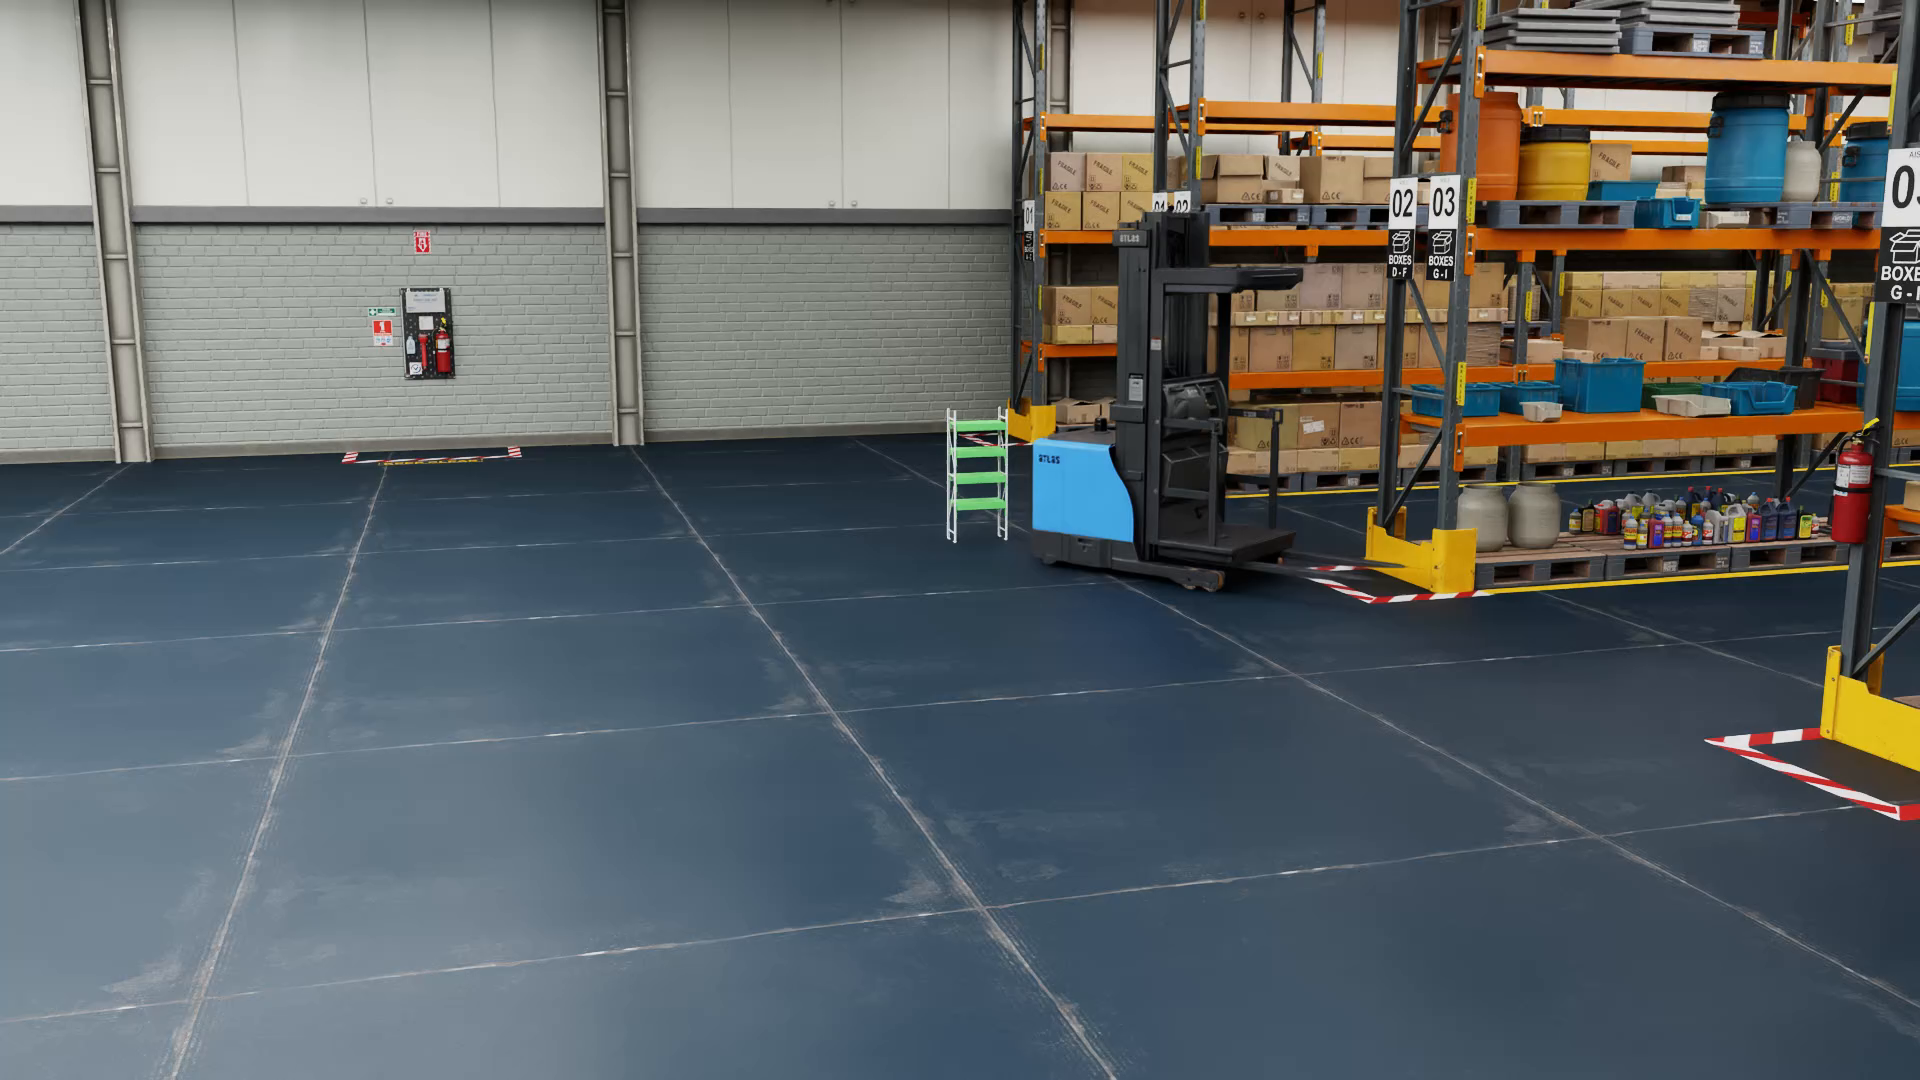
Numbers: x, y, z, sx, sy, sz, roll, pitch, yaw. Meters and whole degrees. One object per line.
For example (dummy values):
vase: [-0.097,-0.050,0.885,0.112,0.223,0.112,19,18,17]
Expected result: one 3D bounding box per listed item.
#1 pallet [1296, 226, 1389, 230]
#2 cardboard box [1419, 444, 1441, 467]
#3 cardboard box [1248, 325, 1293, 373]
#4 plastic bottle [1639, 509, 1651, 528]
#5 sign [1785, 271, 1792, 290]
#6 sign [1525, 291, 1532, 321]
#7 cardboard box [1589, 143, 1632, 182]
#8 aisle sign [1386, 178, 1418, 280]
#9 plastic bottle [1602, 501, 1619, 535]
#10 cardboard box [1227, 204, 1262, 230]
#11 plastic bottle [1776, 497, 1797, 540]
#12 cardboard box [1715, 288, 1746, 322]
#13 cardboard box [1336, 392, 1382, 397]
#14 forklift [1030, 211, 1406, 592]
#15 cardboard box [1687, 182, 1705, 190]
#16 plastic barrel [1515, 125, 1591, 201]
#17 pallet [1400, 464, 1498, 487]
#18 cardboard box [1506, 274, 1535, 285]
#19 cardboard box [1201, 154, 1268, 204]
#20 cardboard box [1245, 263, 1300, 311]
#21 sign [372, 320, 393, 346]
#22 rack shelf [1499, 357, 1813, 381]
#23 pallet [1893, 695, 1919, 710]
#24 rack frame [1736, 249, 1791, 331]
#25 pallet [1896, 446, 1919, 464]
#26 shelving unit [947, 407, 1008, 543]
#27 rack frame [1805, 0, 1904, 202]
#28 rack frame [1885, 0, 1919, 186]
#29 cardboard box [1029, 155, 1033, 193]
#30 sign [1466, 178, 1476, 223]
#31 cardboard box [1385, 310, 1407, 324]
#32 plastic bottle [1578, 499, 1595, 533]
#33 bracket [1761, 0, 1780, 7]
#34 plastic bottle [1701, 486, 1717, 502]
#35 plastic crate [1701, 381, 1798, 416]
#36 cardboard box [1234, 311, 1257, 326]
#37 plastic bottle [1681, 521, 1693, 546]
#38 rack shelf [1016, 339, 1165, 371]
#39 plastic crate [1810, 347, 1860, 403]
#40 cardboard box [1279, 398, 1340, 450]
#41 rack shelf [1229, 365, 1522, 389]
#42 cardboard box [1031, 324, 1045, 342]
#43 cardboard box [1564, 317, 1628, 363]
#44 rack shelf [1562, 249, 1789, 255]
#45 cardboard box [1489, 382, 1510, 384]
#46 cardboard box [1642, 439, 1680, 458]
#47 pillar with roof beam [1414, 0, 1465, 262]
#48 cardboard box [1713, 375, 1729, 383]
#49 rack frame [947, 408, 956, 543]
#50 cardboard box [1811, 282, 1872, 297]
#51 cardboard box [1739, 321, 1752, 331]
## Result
pallet: [5.366,-4.472,23.491,1.003,0.211,1.213,-3,11,-16]
cardboard box: [5.264,-0.985,18.749,0.500,0.250,0.500,-3,11,-16]
cardboard box: [3.245,-2.111,18.156,0.500,0.500,0.700,-3,11,-14]
plastic bottle: [5.929,-0.166,14.383,0.097,0.201,0.097,0,10,0]
sign: [12.585,-3.918,25.268,0.005,0.325,0.100,-3,11,-16]
sign: [6.288,-2.584,18.391,0.005,0.325,0.100,-3,11,-16]
cardboard box: [7.275,-4.250,18.947,0.500,0.500,0.500,-2,11,-10]
aisle sign: [3.519,-2.478,13.247,0.004,0.787,0.394,-3,11,-16]
plastic bottle: [5.592,-0.191,14.290,0.133,0.283,0.061,-3,11,-16]
cardboard box: [3.838,-4.519,22.895,0.500,0.500,0.500,-4,11,-21]
plastic bottle: [6.974,-0.185,14.072,0.185,0.351,0.144,-3,11,-17]
cardboard box: [11.564,-3.592,25.323,0.500,0.500,0.500,-3,11,-15]
cardboard box: [4.638,-1.419,19.036,0.500,0.500,0.500,-3,11,-16]
forklift: [2.070,-1.140,13.349,3.031,2.935,1.130,8,13,37]
cardboard box: [11.032,-5.157,25.203,0.500,0.500,0.700,-3,11,-17]
plastic barrel: [4.731,-3.006,13.329,0.600,0.588,0.600,0,10,0]
pallet: [5.356,-0.811,19.073,1.213,0.211,1.003,-3,11,-16]
cardboard box: [8.261,-3.841,24.545,0.250,0.149,0.380,-5,11,-23]
cardboard box: [2.844,-3.843,17.723,0.637,0.503,0.797,-2,11,-12]
cardboard box: [3.297,-2.752,18.054,0.500,0.500,0.700,-3,11,-17]
sign: [-7.371,-2.645,21.236,0.234,0.329,0.001,-3,11,-16]
rack shelf: [8.052,-1.963,19.615,4.000,0.370,1.077,-3,11,-16]
pallet: [5.919,1.042,9.008,1.213,0.211,1.003,-3,11,-16]
rack frame: [12.424,-3.481,25.876,0.127,3.000,1.000,-3,11,-16]
pallet: [11.868,-1.139,20.853,1.213,0.211,1.003,-3,11,-16]
shelving unit: [0.159,-0.598,15.187,0.503,1.200,0.258,-3,11,-16]
rack frame: [7.512,-4.305,13.778,0.127,3.000,1.000,-3,11,-16]
rack frame: [5.056,-3.241,8.002,0.127,3.000,1.000,-3,11,-16]
cardboard box: [1.243,-4.967,22.569,0.500,0.500,0.500,-3,11,-13]
sign: [3.821,-2.536,12.429,0.005,0.325,0.100,-3,11,-16]
cardboard box: [4.710,-2.469,18.308,0.250,0.149,0.380,-3,11,-14]
plastic bottle: [5.419,-0.211,14.396,0.133,0.283,0.061,-3,11,-15]
bracket: [12.555,-8.305,25.567,0.430,0.232,0.235,-3,11,-16]
plastic bottle: [6.621,-0.299,14.692,0.185,0.351,0.144,-3,11,-14]
plastic crate: [6.525,-1.178,13.774,0.616,0.251,0.499,-3,11,-16]
cardboard box: [2.980,-2.378,17.812,0.250,0.149,0.380,-3,11,-17]
plastic bottle: [6.020,-0.057,13.789,0.097,0.201,0.097,0,10,0]
rack shelf: [2.823,-2.621,23.192,4.000,0.370,1.077,-3,11,-16]
plastic crate: [7.892,-1.463,14.738,0.583,0.464,0.402,-3,11,-16]
cardboard box: [3.824,-1.278,18.270,0.500,0.500,0.500,-3,11,-16]
rack shelf: [4.211,-1.761,18.515,4.000,0.370,1.077,-3,11,-16]
cardboard box: [1.297,-2.868,22.900,0.500,0.250,0.500,-3,11,-15]
cardboard box: [7.379,-2.327,19.331,0.500,0.500,0.500,-2,11,-12]
rack shelf: [10.504,-4.502,25.119,4.000,0.370,1.077,-3,11,-16]
cardboard box: [7.907,-2.220,24.715,0.500,0.500,0.700,-3,11,-15]
cardboard box: [8.064,-1.125,19.511,0.500,0.250,0.500,-3,11,-15]
pillar with roof beam: [8.297,-5.566,20.627,0.548,9.000,9.100,-3,11,-16]
cardboard box: [11.836,-2.575,25.731,0.750,0.750,0.750,-3,11,-15]
rack frame: [-0.075,-0.586,15.120,0.015,1.200,0.240,-3,11,-16]
cardboard box: [13.652,-3.689,26.178,0.700,0.700,0.980,-3,11,-17]
cardboard box: [11.943,-3.284,25.445,0.250,0.149,0.380,-3,11,-15]
